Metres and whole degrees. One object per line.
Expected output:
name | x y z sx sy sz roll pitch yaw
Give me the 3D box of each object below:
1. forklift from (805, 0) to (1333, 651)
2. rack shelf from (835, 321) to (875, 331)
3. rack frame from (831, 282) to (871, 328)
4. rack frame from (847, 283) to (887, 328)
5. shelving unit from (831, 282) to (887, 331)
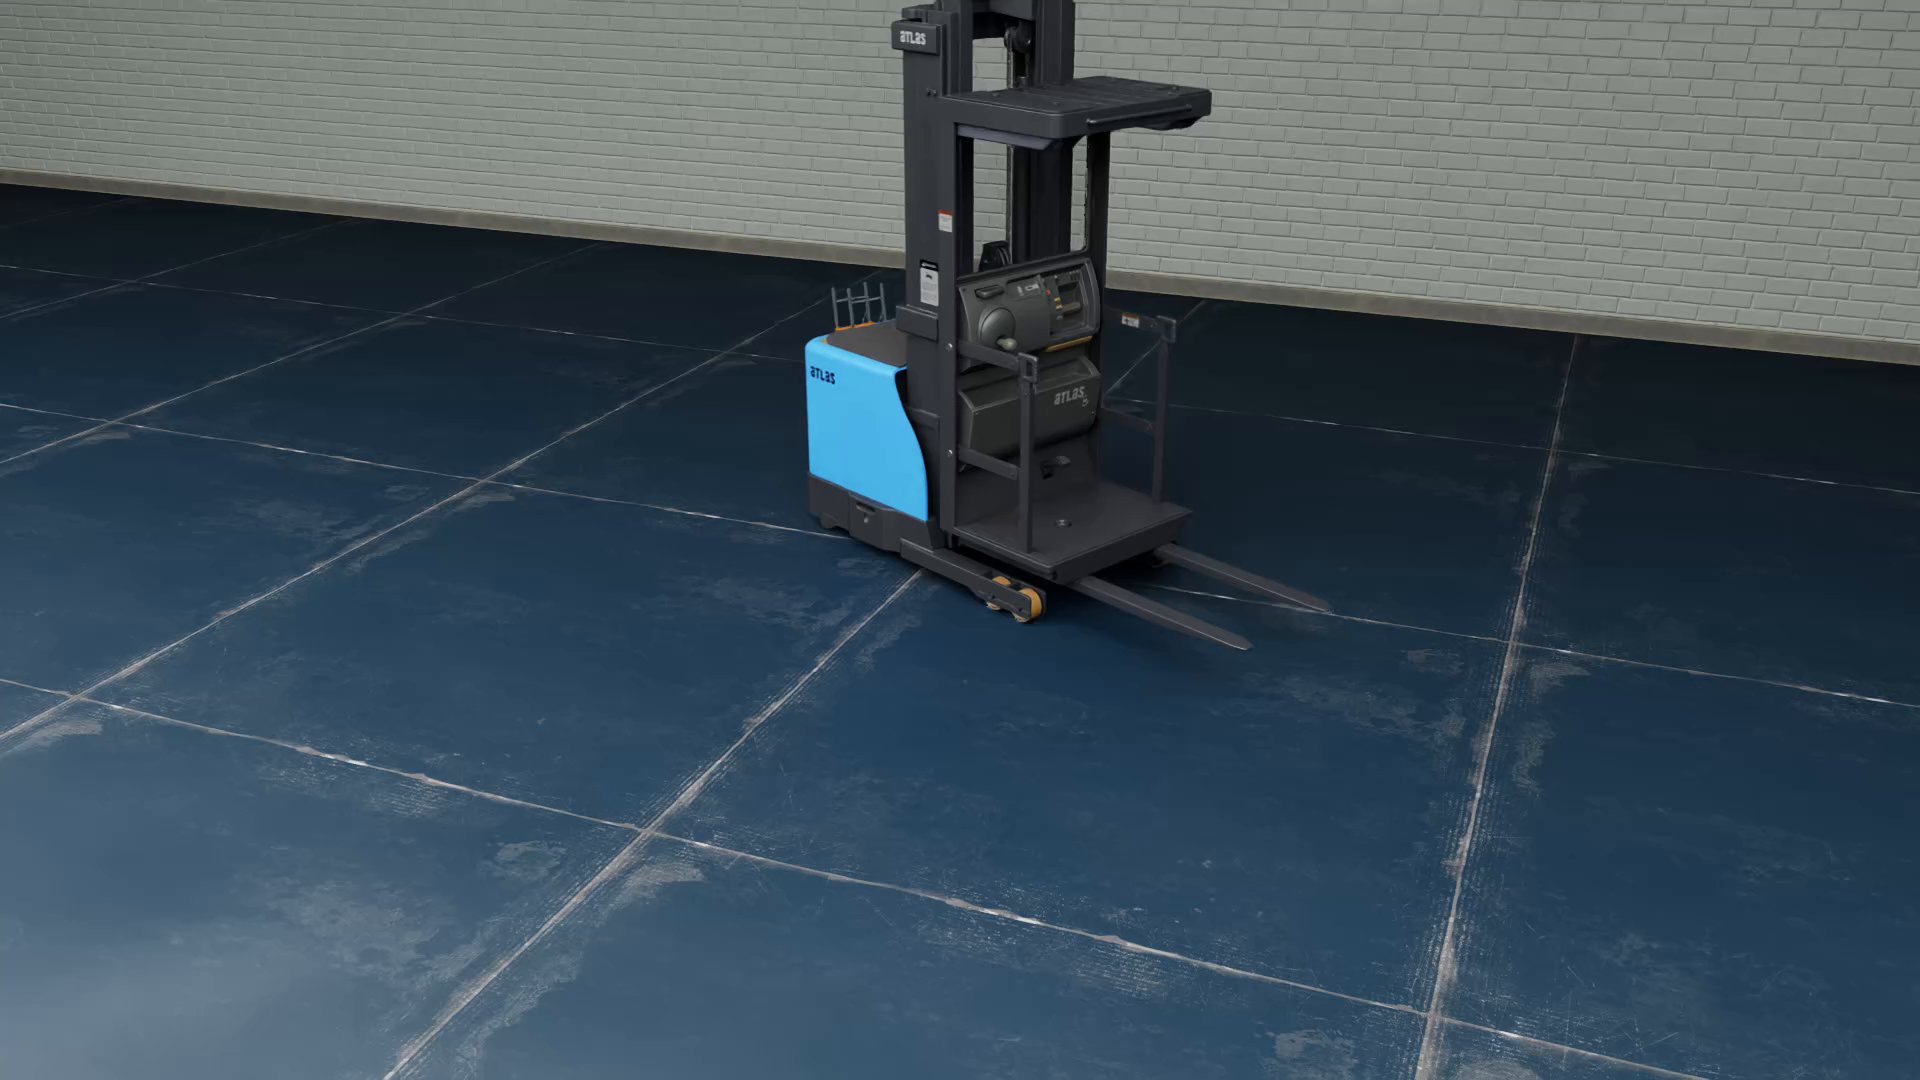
forklift | 0.503 -1.167 8.242 1.130 2.935 3.031 -20 30 -39
rack shelf | -0.574 -1.214 9.773 0.258 0.103 0.180 -15 17 -31
rack frame | -0.595 -0.924 9.927 0.240 1.200 0.006 -15 17 -31
rack frame | -0.493 -0.896 9.777 0.240 1.200 0.006 -15 17 -31
shelving unit | -0.544 -0.910 9.852 0.258 1.200 0.189 -15 17 -31
